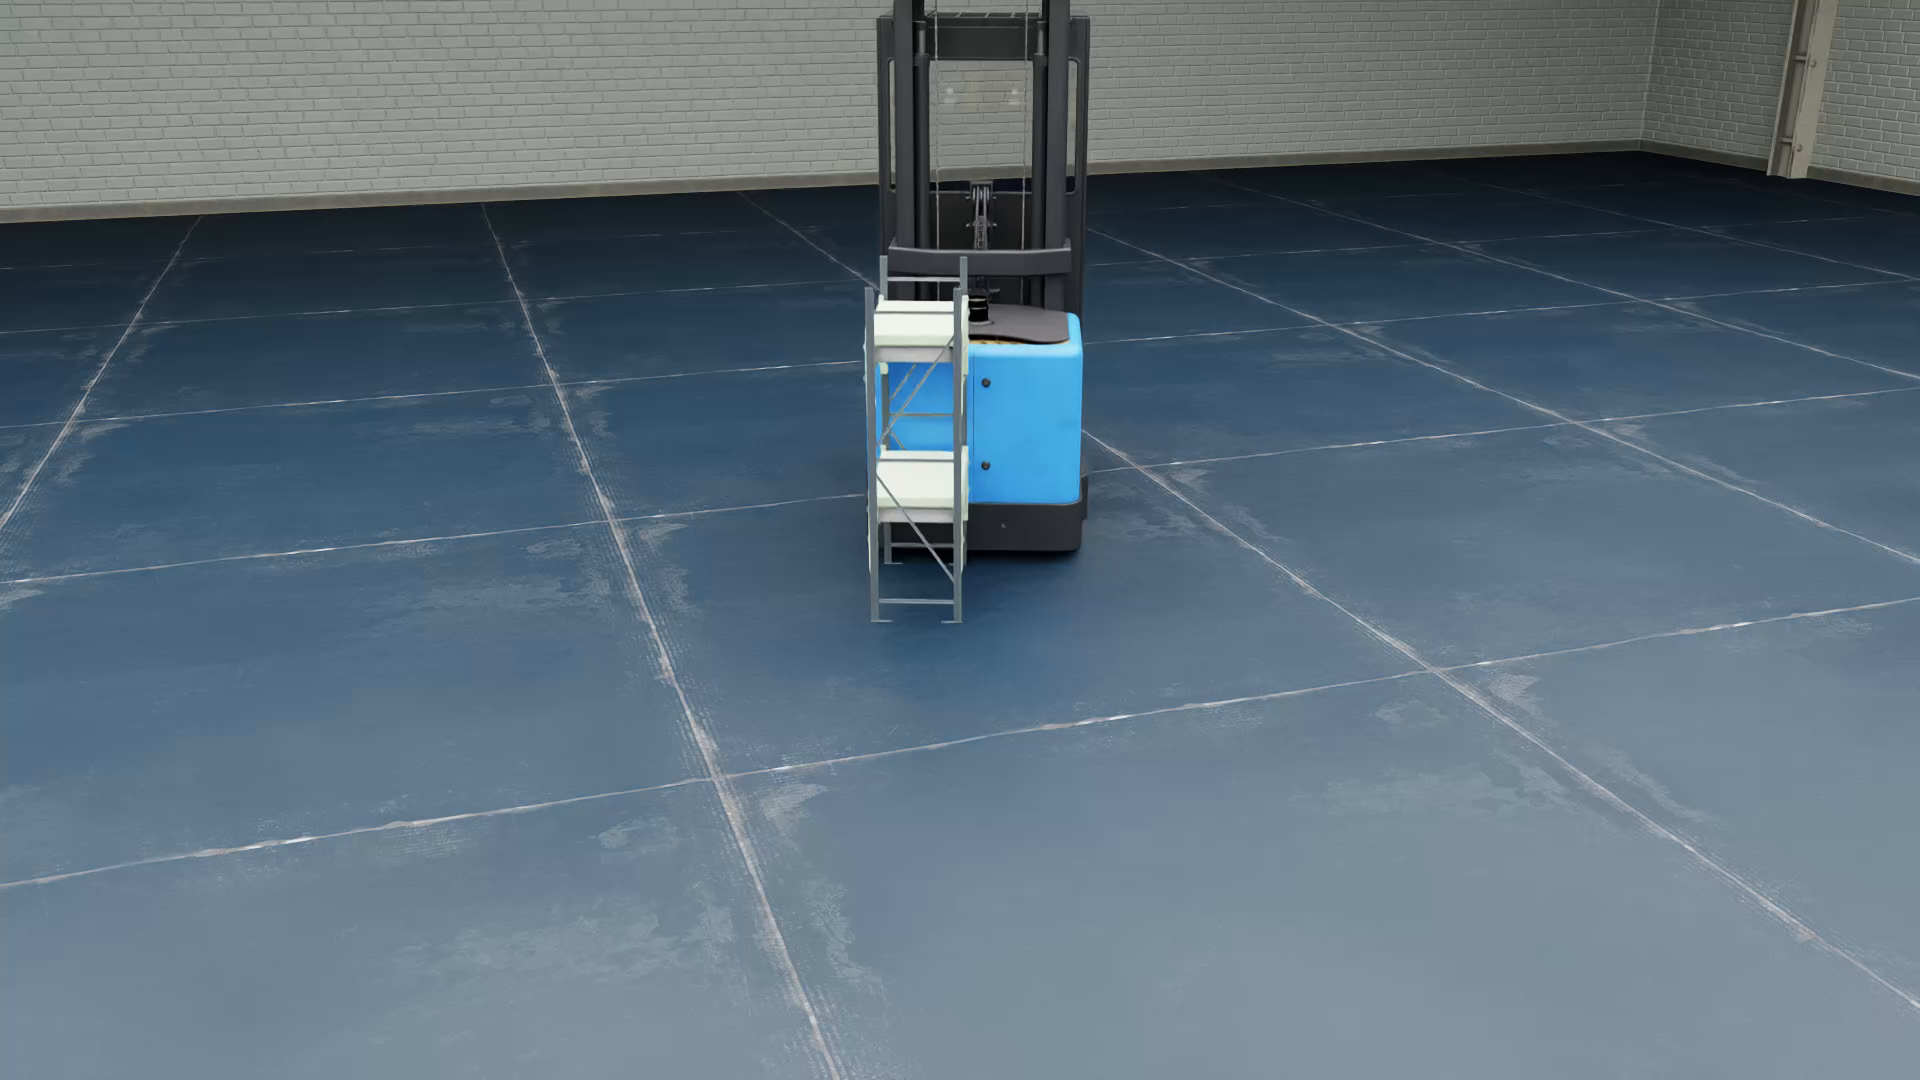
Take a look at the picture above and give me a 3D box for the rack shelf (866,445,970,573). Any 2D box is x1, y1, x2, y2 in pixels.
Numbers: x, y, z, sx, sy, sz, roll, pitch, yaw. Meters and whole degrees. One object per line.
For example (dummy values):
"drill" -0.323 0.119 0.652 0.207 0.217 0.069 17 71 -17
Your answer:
"rack shelf" -0.180 -0.154 7.590 0.431 0.370 0.720 1 20 2

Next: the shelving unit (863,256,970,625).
"shelving unit" -0.180 -0.460 7.480 0.431 1.500 0.755 1 20 2

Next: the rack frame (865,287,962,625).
"rack frame" -0.193 -0.337 7.135 0.400 1.500 0.023 1 20 2

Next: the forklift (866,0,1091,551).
"forklift" 0.130 -1.774 9.019 1.130 2.935 3.031 1 20 2

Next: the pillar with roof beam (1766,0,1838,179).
"pillar with roof beam" 6.618 -8.486 18.730 9.100 9.000 0.400 -6 21 -17

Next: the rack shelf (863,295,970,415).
"rack shelf" -0.180 -0.828 7.348 0.431 0.370 0.720 1 20 2

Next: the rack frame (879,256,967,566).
"rack frame" -0.167 -0.584 7.824 0.400 1.500 0.023 1 20 2
